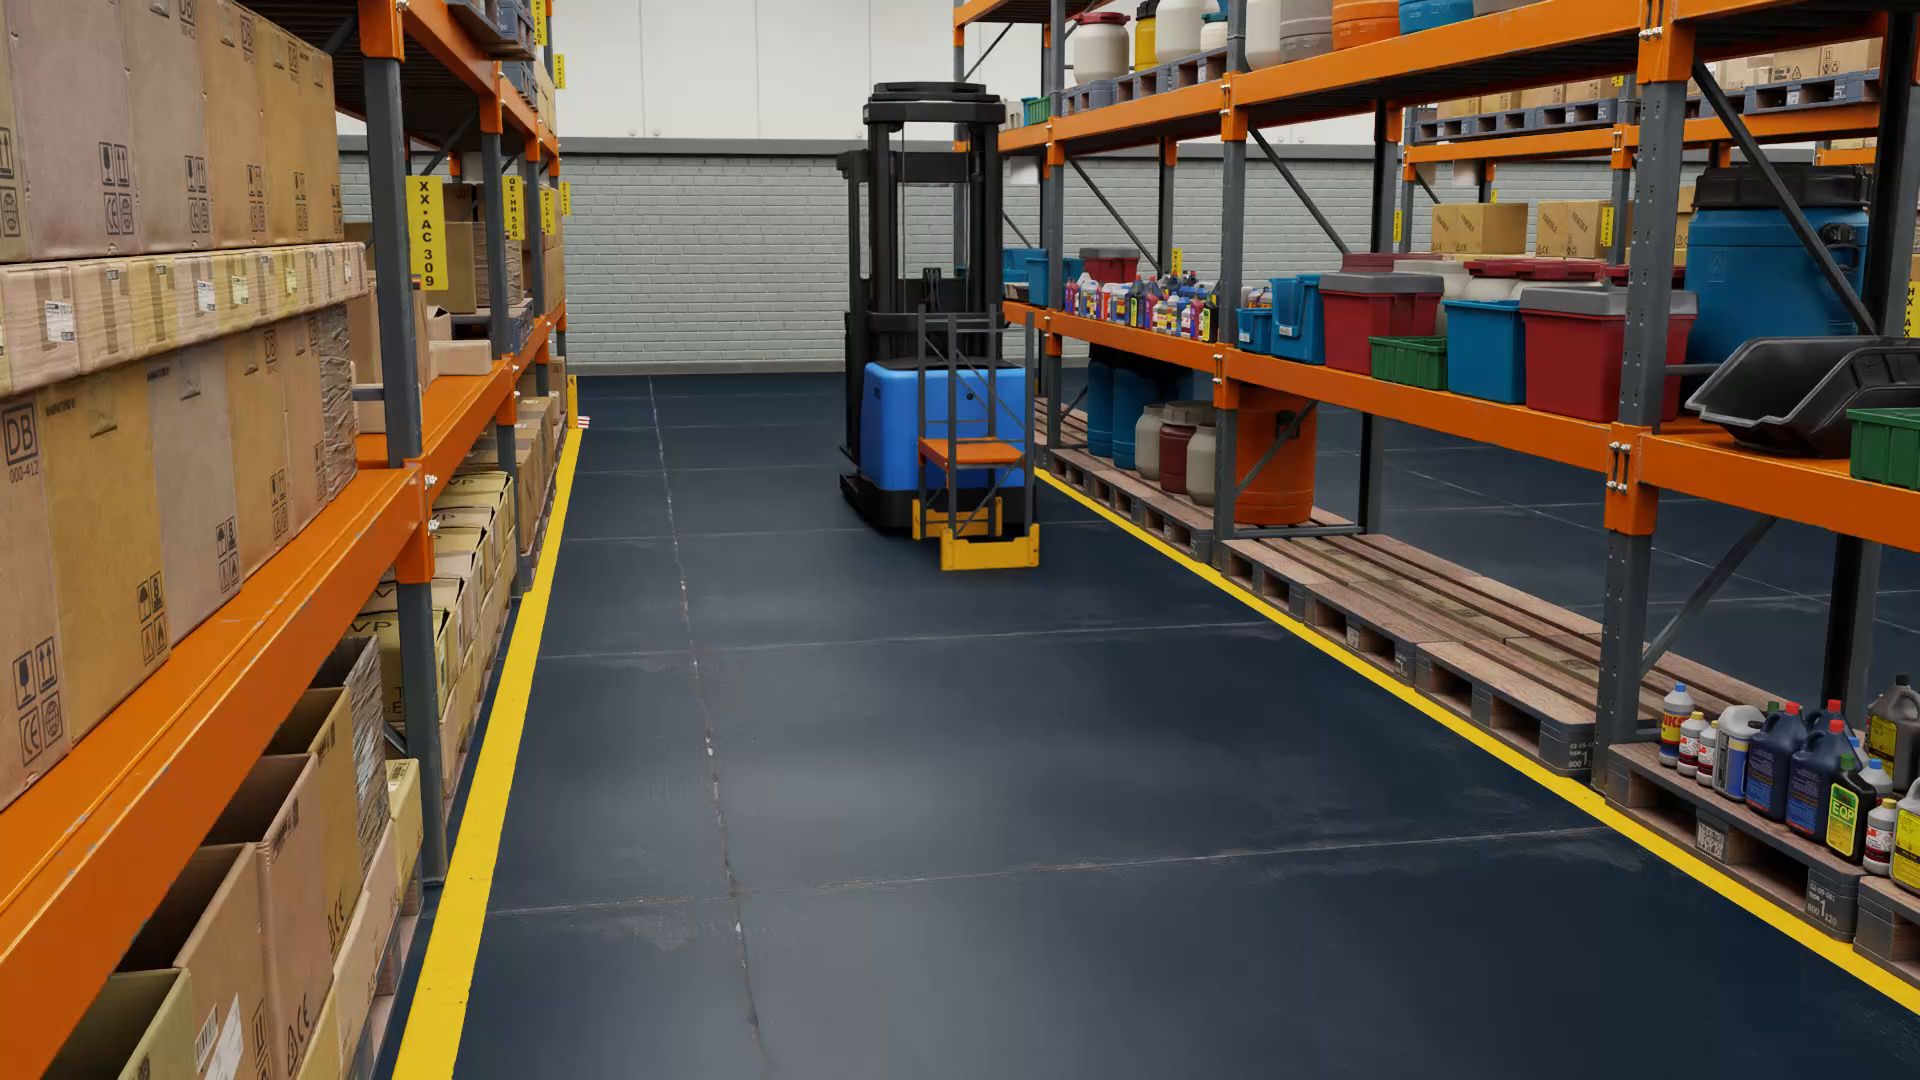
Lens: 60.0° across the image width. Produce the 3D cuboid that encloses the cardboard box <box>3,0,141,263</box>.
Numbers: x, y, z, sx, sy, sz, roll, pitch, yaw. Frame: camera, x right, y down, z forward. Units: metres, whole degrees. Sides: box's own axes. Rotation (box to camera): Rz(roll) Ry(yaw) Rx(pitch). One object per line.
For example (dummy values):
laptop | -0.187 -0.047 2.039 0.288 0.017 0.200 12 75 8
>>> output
cardboard box | -1.607 -0.642 2.312 0.700 0.500 0.500 -2 11 -11

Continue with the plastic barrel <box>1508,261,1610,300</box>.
plastic barrel | 2.656 -0.969 7.403 0.433 0.535 0.433 0 11 0

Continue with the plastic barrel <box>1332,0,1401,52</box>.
plastic barrel | 2.066 -2.724 7.816 0.600 0.830 0.708 -2 11 -11

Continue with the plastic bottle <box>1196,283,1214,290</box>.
plastic bottle | 1.803 -1.746 12.180 0.152 0.276 0.135 -2 11 -11

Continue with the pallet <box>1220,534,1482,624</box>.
pallet | 2.105 0.195 9.106 1.003 0.211 1.213 -2 11 -11

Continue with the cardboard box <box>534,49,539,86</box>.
cardboard box | -3.496 -3.616 12.714 0.500 0.250 0.500 -2 11 -11

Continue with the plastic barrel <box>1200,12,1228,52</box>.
plastic barrel | 1.640 -3.121 10.298 0.301 0.262 0.301 0 11 0

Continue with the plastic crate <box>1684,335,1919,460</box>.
plastic crate | 2.747 -0.453 5.222 0.767 0.338 0.504 -2 11 -11

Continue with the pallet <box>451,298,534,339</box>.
pallet | -3.250 -1.401 10.547 1.003 0.211 1.213 -2 11 -11

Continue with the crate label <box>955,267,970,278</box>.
crate label | 0.161 -2.675 17.017 0.416 0.233 0.303 -2 11 -11

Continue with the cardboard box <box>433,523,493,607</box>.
cardboard box | -2.226 0.097 6.894 0.500 0.311 0.500 -2 11 -9

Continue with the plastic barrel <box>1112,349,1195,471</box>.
plastic barrel | 1.441 -0.997 12.401 0.600 0.901 0.708 -2 11 -11

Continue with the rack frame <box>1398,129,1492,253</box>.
rack frame | 5.294 -2.965 18.254 1.000 3.000 0.127 -2 11 -11

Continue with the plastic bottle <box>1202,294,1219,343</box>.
plastic bottle | 1.495 -1.319 9.918 0.061 0.283 0.133 -2 11 -11

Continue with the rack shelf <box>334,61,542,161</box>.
rack shelf | -3.257 -2.626 10.370 1.077 0.370 4.000 -2 11 -11

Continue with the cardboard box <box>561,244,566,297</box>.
cardboard box | -4.069 -2.583 15.976 0.500 0.500 0.500 -2 11 -9

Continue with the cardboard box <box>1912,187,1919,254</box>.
cardboard box | 6.724 -2.175 11.150 0.797 0.503 0.637 -2 11 -9

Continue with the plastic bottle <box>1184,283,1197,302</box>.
plastic bottle | 1.684 -1.736 12.138 0.097 0.271 0.097 0 11 0

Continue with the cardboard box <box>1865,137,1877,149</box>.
cardboard box | 10.114 -4.339 17.849 0.500 0.250 0.500 -2 11 -9

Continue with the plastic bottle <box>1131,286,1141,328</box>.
plastic bottle | 1.211 -1.587 11.326 0.061 0.283 0.133 -2 11 -11

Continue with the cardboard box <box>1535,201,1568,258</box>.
cardboard box | 5.627 -2.839 15.192 0.500 0.500 0.500 -2 11 -10

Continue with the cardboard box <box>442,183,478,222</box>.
cardboard box | -3.998 -2.496 12.846 0.500 0.500 0.500 -2 11 -11

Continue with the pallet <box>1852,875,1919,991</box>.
pallet | 3.100 1.134 4.172 1.003 0.211 1.213 -2 11 -11

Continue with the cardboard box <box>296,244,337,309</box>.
cardboard box | -1.727 -0.637 4.020 0.380 0.149 0.250 -2 11 -13

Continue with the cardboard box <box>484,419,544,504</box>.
cardboard box | -2.982 -0.504 10.832 0.500 0.500 0.500 -3 11 -13

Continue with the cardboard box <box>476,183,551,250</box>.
cardboard box | -3.461 -2.509 12.916 0.500 0.500 0.500 -2 11 -10

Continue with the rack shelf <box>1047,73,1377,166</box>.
rack shelf | 1.603 -2.805 11.313 1.077 0.370 4.000 -2 11 -11

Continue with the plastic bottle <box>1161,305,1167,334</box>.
plastic bottle | 1.351 -1.433 10.732 0.097 0.201 0.097 0 11 0

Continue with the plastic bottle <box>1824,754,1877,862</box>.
plastic bottle | 2.548 0.763 4.752 0.061 0.283 0.133 -2 11 -8

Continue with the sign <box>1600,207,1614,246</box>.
sign | 5.528 -2.676 14.204 0.100 0.325 0.005 -2 11 -11

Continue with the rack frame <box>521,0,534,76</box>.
rack frame | -3.646 -4.819 11.950 1.000 3.000 0.127 -2 11 -11

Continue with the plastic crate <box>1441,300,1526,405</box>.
plastic crate | 2.250 -0.768 6.750 0.392 0.384 0.575 -2 11 -11

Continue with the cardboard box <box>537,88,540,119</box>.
cardboard box | -3.497 -3.370 12.760 0.500 0.250 0.500 -2 11 -11

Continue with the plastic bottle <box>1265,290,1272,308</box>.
plastic bottle | 2.068 -1.520 11.004 0.097 0.271 0.097 0 11 0

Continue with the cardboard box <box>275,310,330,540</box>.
cardboard box | -1.888 -0.276 3.859 0.700 0.500 0.500 -2 11 -12

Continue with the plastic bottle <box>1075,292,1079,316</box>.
plastic bottle | 0.933 -1.826 12.801 0.097 0.201 0.097 0 11 0

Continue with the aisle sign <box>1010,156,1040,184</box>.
aisle sign | 0.709 -4.086 17.190 0.394 0.787 0.004 -2 11 -11

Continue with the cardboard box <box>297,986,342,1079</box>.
cardboard box | -1.488 1.091 3.170 0.500 0.250 0.500 -2 11 -11

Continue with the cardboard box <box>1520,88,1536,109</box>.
cardboard box | 5.799 -4.351 15.854 0.700 0.500 0.500 -2 11 -9

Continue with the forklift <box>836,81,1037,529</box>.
forklift | -0.287 -1.745 12.024 1.130 2.935 3.031 -2 11 -11

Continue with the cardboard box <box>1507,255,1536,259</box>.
cardboard box | 5.527 -2.564 15.752 0.500 0.250 0.500 -2 11 -10

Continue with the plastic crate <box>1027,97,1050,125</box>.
plastic crate | 0.835 -3.488 13.544 0.450 0.188 0.662 -2 11 -11

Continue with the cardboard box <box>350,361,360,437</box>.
cardboard box | -2.228 -0.420 5.282 0.500 0.250 0.500 -1 11 -7

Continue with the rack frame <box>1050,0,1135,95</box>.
rack frame | 1.214 -4.999 12.893 1.000 3.000 0.127 -2 11 -11

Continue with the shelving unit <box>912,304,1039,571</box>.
shelving unit | 0.079 -0.663 10.169 0.587 1.500 1.083 -2 11 -11

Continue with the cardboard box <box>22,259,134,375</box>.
cardboard box | -1.379 -0.308 2.291 0.380 0.149 0.250 -3 11 -13

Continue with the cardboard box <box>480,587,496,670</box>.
cardboard box | -2.225 0.374 6.938 0.500 0.250 0.500 -2 11 -10

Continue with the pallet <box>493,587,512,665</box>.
pallet | -2.746 0.384 8.116 1.003 0.211 1.213 -2 11 -11

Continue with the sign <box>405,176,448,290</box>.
sign | -1.545 -0.890 4.821 0.100 0.325 0.005 -2 11 -11

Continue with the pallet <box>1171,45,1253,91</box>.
pallet | 1.939 -2.843 10.092 1.003 0.211 1.213 -2 11 -11

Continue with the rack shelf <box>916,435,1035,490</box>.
rack shelf | 0.080 -0.485 10.194 0.538 0.185 1.000 -2 11 -11
